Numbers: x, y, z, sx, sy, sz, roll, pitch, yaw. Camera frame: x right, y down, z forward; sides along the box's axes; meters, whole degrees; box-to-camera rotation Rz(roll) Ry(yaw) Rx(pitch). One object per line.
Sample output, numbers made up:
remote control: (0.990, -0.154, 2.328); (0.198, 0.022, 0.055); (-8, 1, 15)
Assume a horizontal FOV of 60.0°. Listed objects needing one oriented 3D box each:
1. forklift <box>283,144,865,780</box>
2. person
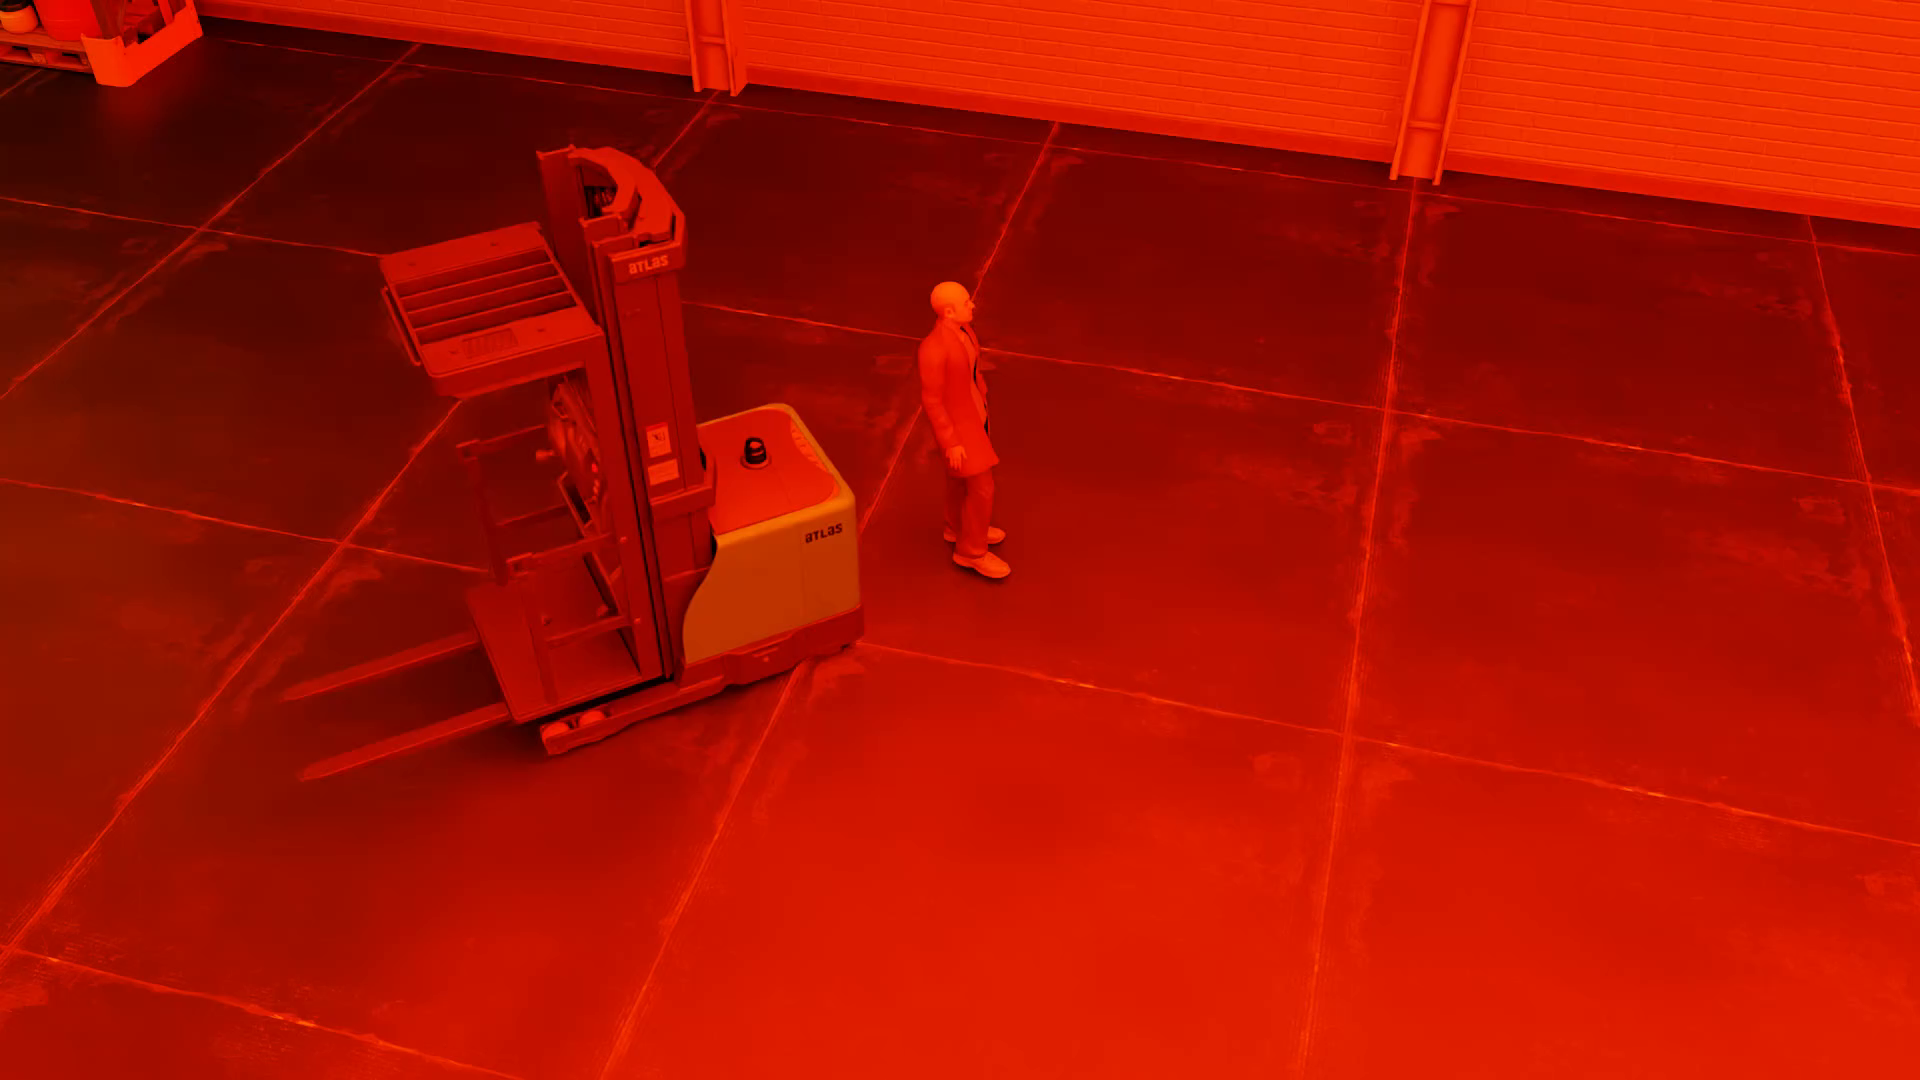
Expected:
forklift: (-2.090, -0.371, 8.285); (3.031, 2.935, 1.130); (-18, 44, -20)
person: (0.088, -0.656, 9.474); (0.580, 1.777, 0.698); (10, 42, 11)
